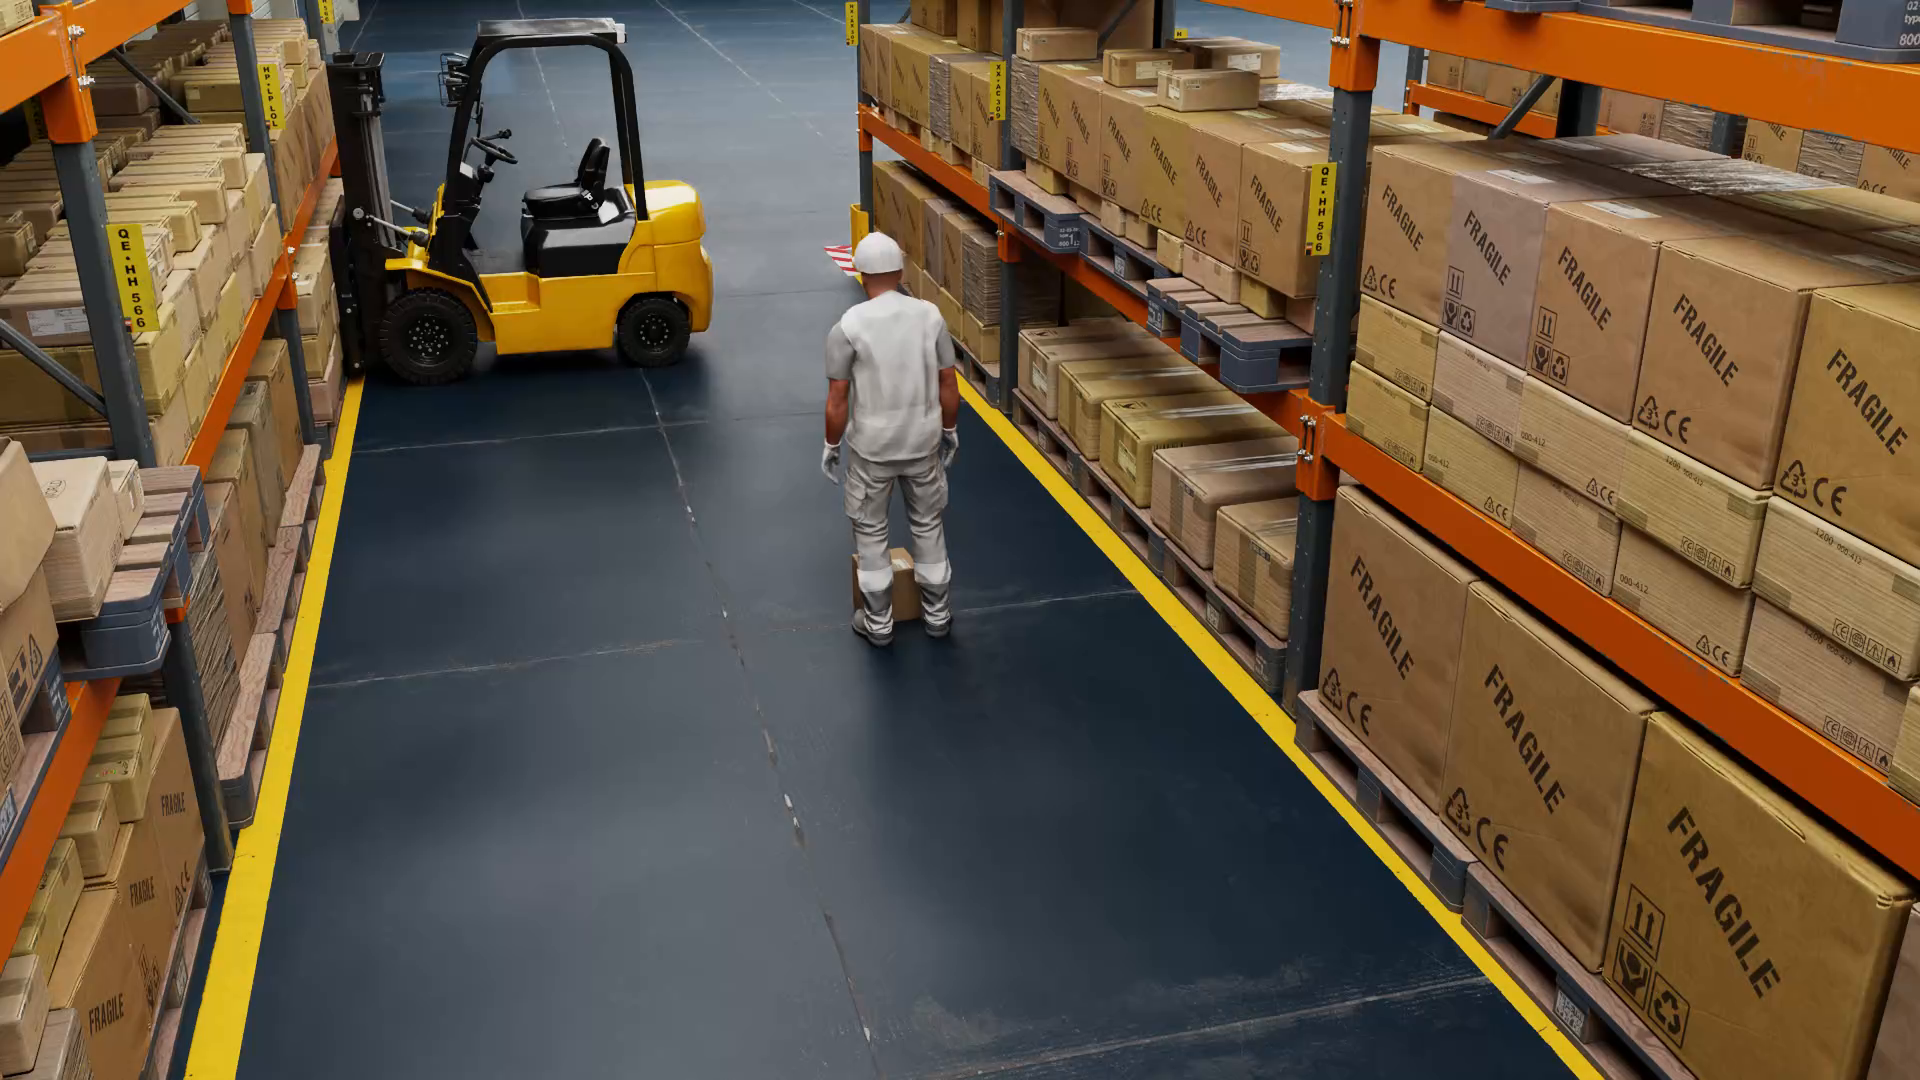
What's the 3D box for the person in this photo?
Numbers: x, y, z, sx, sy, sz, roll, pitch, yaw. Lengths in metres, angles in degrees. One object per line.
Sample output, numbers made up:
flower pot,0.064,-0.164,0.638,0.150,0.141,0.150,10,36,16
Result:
person,-0.292,-0.408,7.049,0.619,1.779,0.448,-8,24,-17
